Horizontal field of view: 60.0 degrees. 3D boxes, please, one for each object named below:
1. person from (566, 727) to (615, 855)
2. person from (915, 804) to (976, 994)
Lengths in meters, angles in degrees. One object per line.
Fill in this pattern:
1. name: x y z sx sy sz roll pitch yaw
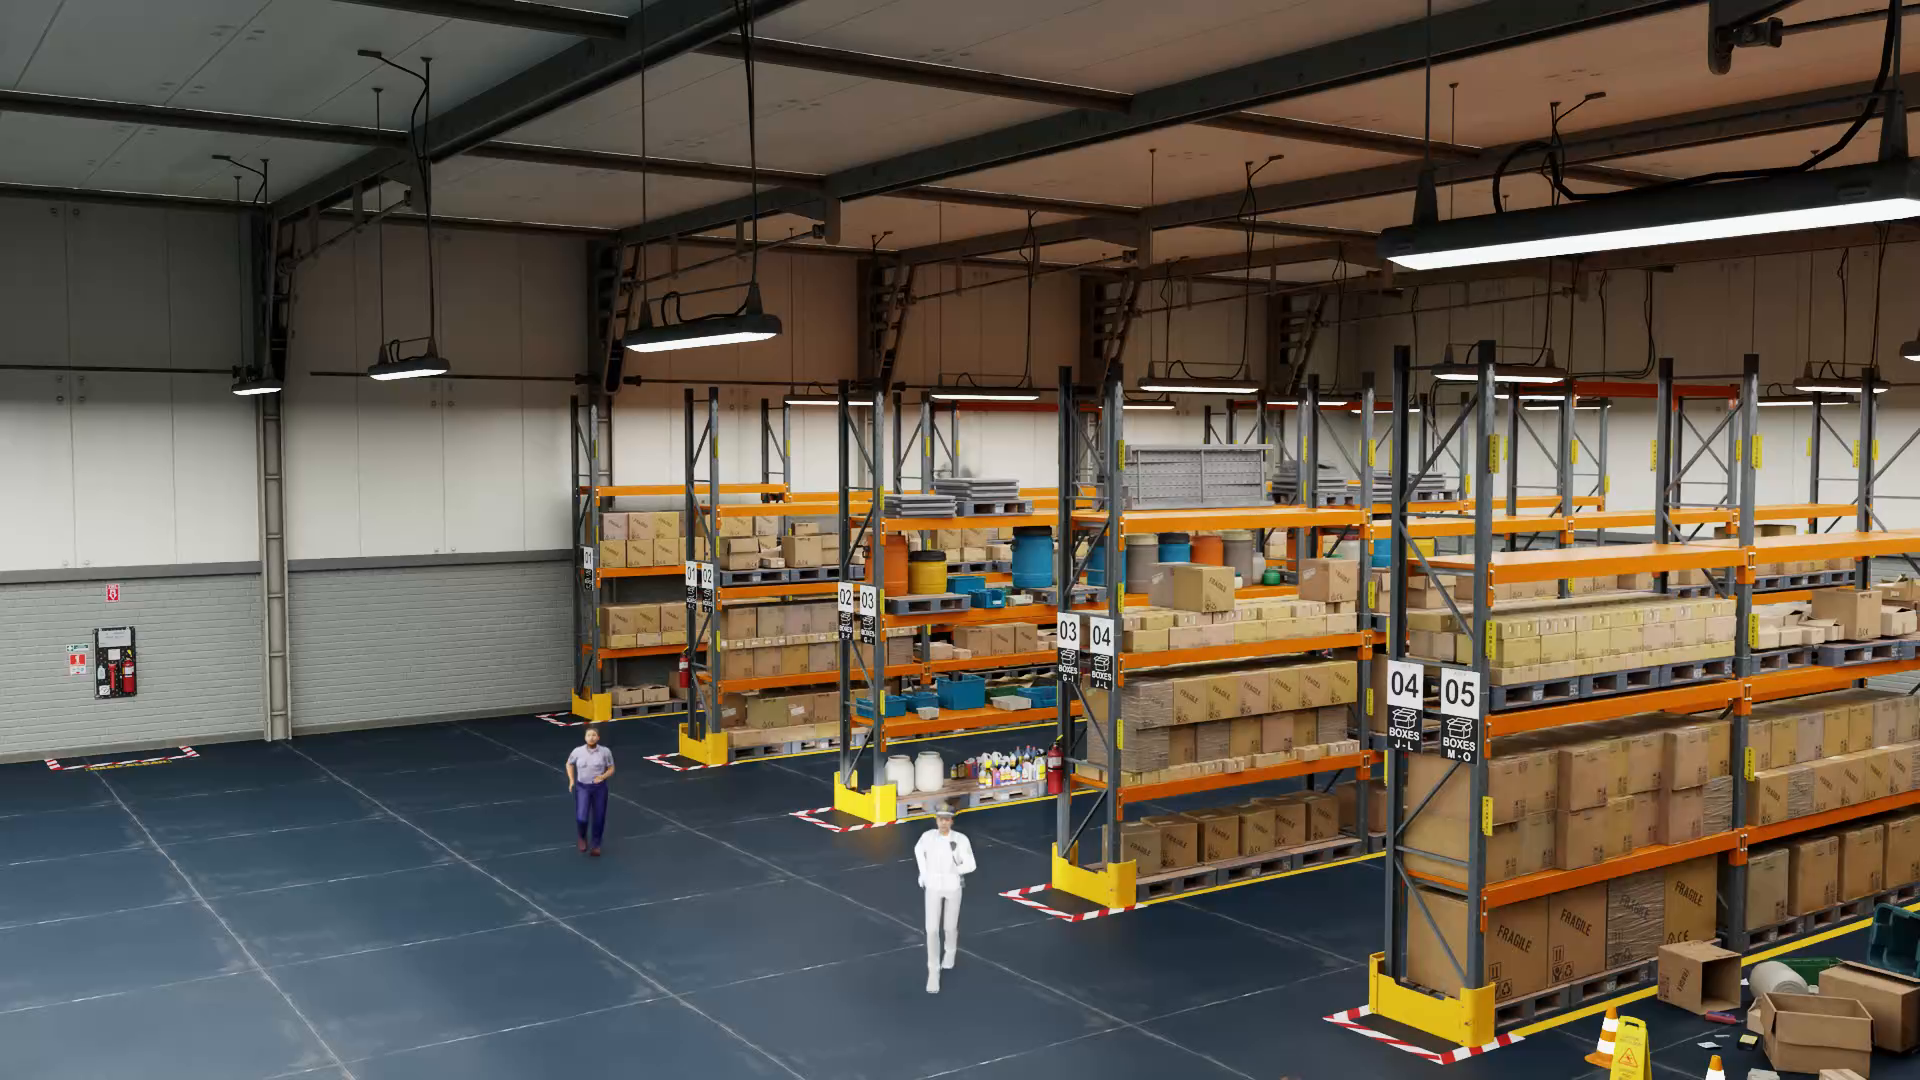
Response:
1. person: -4.560 3.118 20.548 0.593 1.606 0.567 -1 4 -13
2. person: -0.145 3.360 15.869 0.602 1.745 0.831 0 3 4
